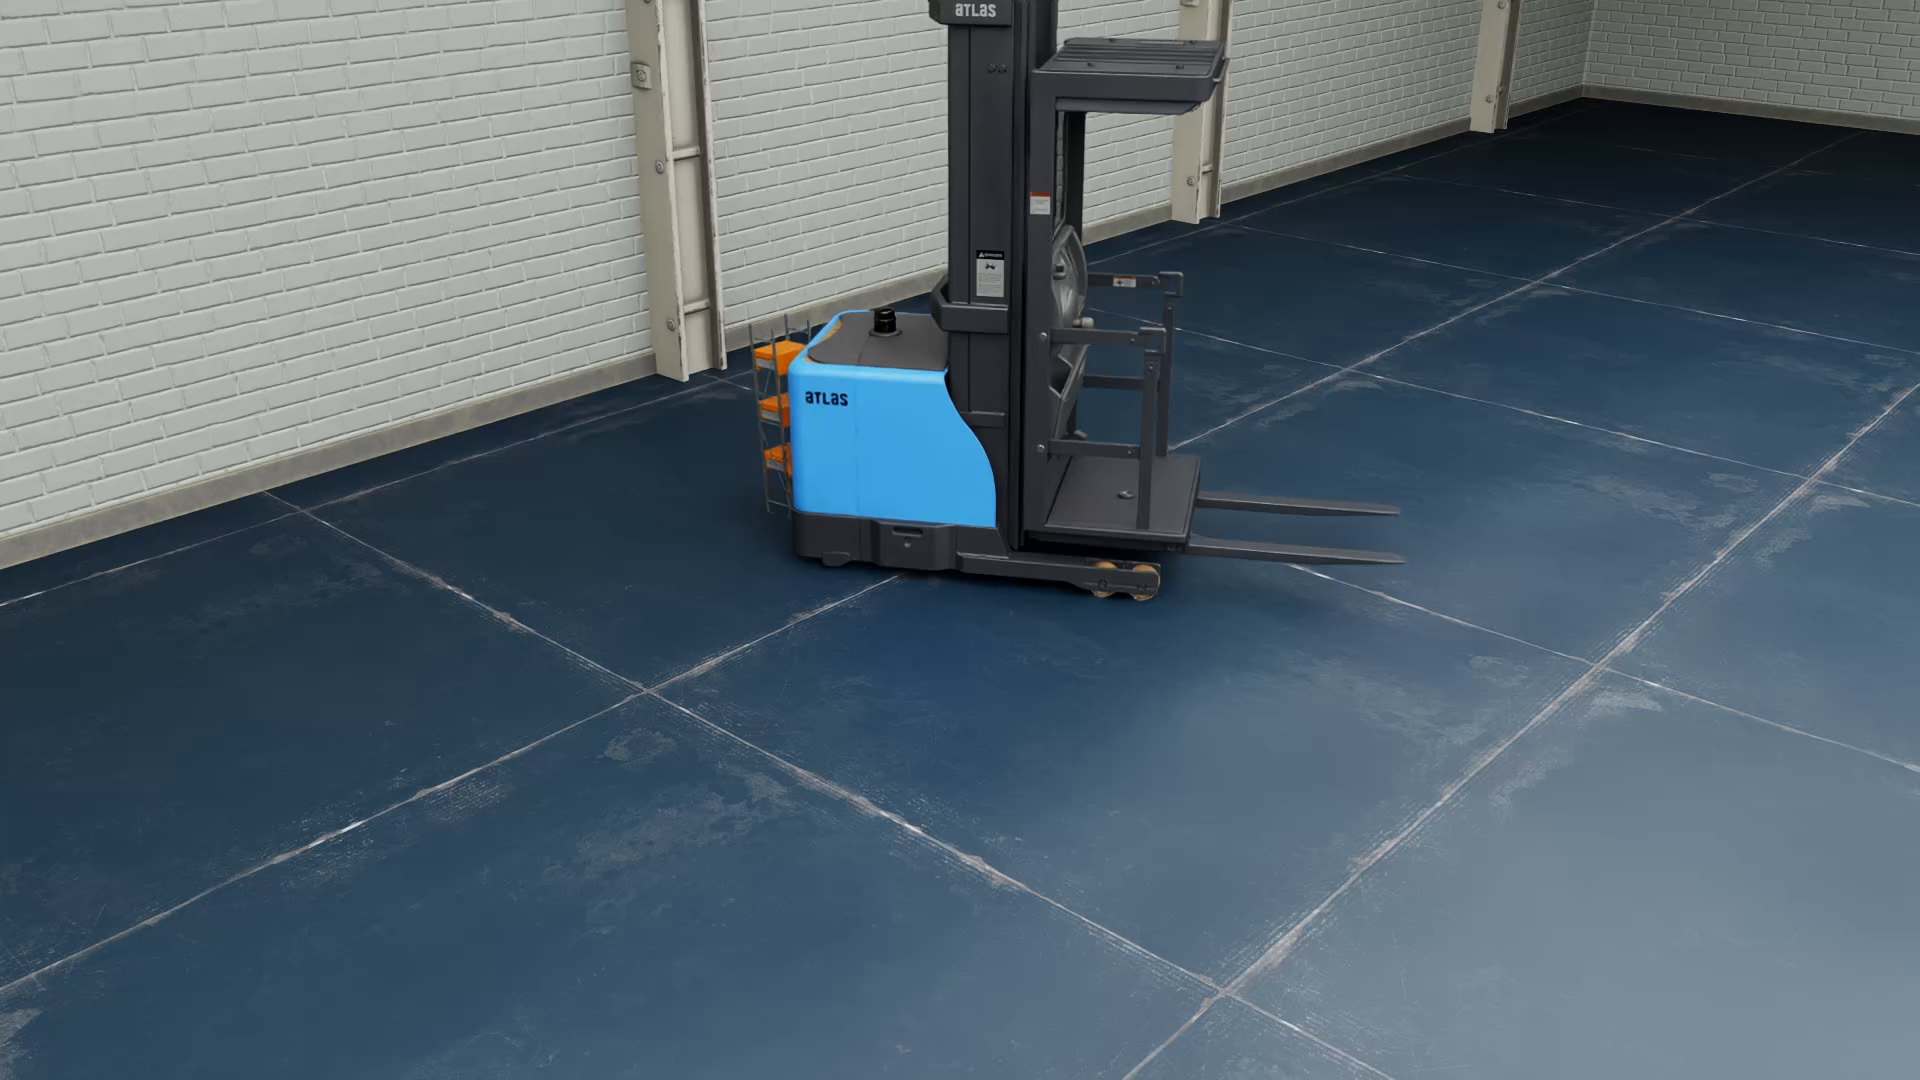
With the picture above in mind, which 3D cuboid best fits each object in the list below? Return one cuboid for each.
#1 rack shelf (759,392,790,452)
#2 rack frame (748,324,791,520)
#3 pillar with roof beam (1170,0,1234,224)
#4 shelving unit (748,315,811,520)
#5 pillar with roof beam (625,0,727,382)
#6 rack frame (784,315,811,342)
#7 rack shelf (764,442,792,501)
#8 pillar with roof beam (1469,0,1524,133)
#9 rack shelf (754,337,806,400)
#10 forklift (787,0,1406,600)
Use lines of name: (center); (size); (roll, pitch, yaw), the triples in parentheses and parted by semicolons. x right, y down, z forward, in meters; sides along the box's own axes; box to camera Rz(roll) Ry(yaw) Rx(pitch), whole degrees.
rack shelf: (-0.921, -0.646, 8.916); (0.215, 0.259, 0.240); (17, 29, 41)
rack frame: (-1.007, -0.620, 8.832); (0.200, 1.050, 0.008); (17, 29, 41)
pillar with roof beam: (5.377, -5.917, 10.948); (9.100, 9.000, 0.400); (20, 31, 38)
shelving unit: (-0.922, -0.656, 8.912); (0.215, 1.050, 0.252); (17, 29, 41)
pillar with roof beam: (1.372, -4.089, 6.871); (9.100, 9.000, 0.400); (20, 31, 38)
rack frame: (-0.837, -0.692, 8.992); (0.200, 1.050, 0.008); (17, 29, 41)
rack shelf: (-0.907, -0.387, 9.017); (0.215, 0.259, 0.240); (17, 29, 41)
pillar with roof beam: (9.381, -7.745, 15.025); (9.100, 9.000, 0.400); (20, 31, 38)
rack shelf: (-0.936, -0.910, 8.814); (0.215, 0.259, 0.240); (17, 29, 41)
forklift: (0.716, -1.282, 8.028); (3.031, 2.935, 1.130); (5, 25, 10)
